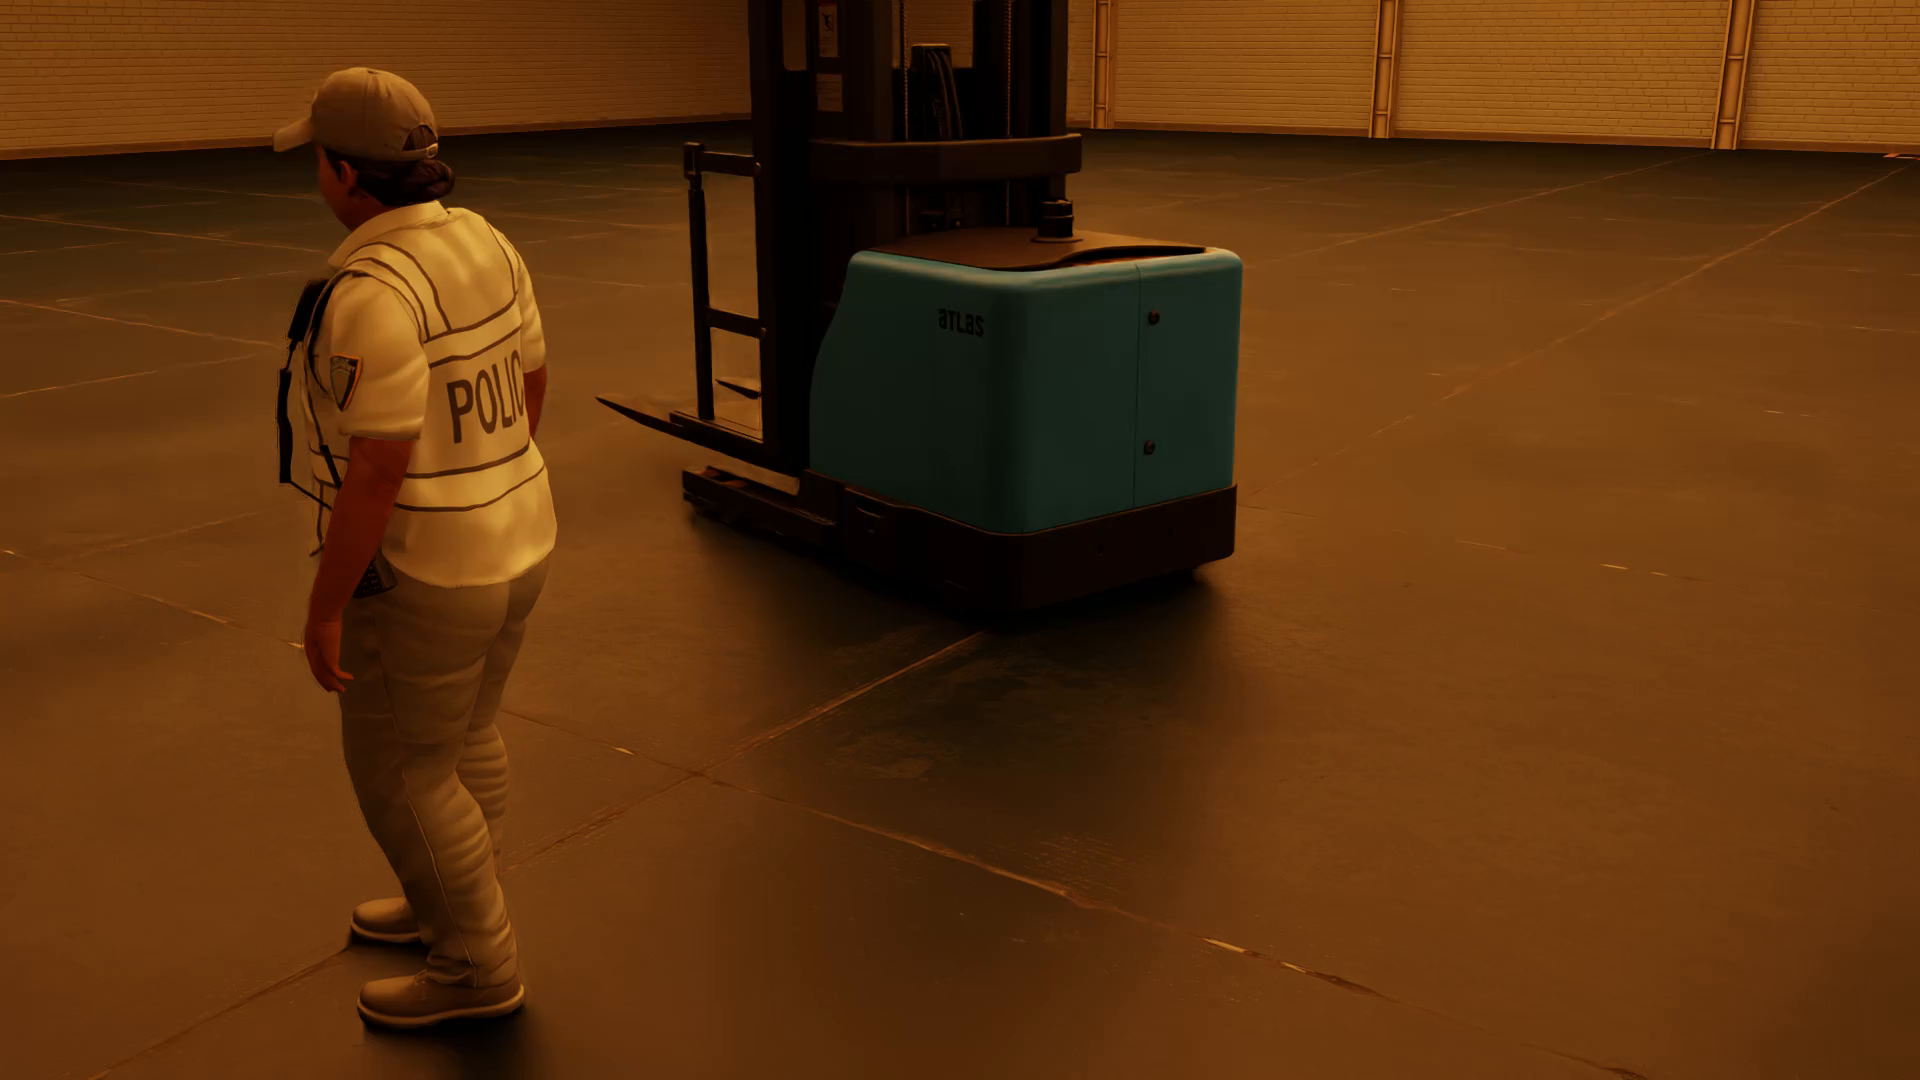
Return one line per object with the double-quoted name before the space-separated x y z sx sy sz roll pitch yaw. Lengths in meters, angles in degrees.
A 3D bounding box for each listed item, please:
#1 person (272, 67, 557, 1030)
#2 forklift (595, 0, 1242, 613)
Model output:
"person" -0.982 0.047 2.884 0.525 1.669 0.623 2 17 7
"forklift" -0.394 -1.540 5.983 1.130 2.935 3.031 -13 21 -37
